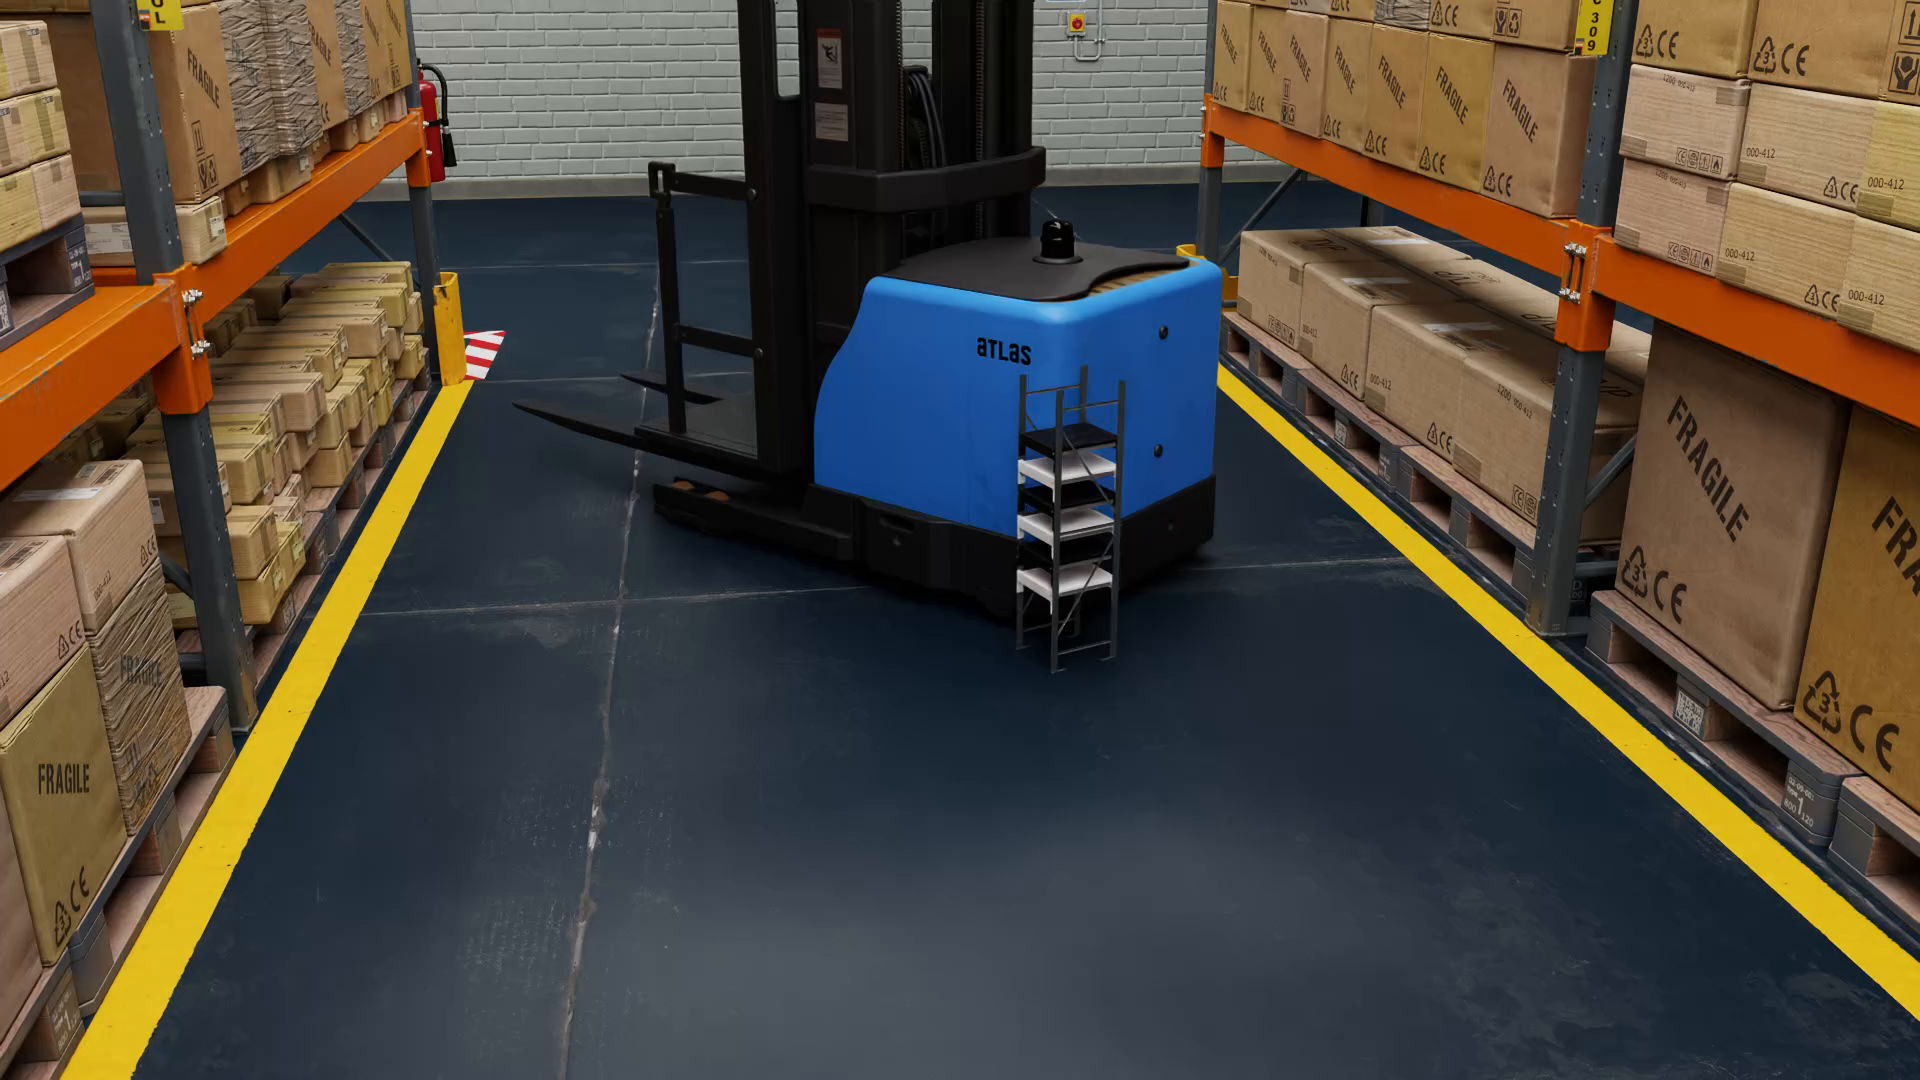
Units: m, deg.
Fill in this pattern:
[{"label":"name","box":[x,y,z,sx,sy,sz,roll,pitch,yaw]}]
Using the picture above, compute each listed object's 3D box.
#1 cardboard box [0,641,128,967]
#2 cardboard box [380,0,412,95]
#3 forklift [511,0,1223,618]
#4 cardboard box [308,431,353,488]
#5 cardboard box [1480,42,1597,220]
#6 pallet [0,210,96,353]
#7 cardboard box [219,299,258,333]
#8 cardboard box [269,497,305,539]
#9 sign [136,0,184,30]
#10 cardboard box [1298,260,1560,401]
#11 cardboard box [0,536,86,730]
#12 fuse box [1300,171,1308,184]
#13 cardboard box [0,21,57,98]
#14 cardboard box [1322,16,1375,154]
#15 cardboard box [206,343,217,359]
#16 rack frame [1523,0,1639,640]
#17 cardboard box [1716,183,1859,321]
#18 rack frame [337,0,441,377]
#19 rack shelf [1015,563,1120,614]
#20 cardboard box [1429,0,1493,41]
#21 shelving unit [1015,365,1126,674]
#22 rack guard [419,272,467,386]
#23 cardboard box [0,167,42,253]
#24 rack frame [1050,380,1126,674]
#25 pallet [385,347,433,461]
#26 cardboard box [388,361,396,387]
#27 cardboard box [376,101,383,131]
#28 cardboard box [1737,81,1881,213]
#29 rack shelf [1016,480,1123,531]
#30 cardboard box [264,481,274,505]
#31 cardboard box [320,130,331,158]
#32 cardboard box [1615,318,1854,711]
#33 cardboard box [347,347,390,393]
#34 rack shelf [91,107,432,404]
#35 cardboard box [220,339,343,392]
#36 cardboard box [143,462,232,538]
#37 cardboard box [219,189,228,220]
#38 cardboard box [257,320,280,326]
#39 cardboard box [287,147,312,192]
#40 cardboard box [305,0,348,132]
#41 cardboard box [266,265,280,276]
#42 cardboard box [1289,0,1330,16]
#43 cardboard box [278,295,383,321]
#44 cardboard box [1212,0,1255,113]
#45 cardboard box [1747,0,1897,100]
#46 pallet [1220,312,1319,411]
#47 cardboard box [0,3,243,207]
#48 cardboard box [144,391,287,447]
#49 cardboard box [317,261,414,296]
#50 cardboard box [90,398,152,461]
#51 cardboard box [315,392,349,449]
[{"label":"cardboard box","box":[-2.097,0.549,3.431,0.500,0.500,0.500,-3,21,-9]},{"label":"cardboard box","box":[-2.784,-2.275,7.451,0.500,0.500,0.500,-2,21,-7]},{"label":"forklift","box":[-0.547,-1.518,6.092,3.031,2.935,1.130,16,26,36]},{"label":"cardboard box","box":[-2.489,-0.297,6.198,0.380,0.149,0.250,-3,21,-9]},{"label":"cardboard box","box":[2.037,-1.325,5.335,0.500,0.500,0.500,-3,21,-7]},{"label":"pallet","box":[-2.561,-0.484,3.500,1.003,0.211,1.213,-3,21,-8]},{"label":"cardboard box","box":[-3.178,-0.908,6.983,0.380,0.149,0.250,-4,21,-10]},{"label":"cardboard box","box":[-2.387,-0.025,5.471,0.380,0.149,0.250,-3,21,-8]},{"label":"sign","box":[-1.978,-1.418,4.070,0.100,0.325,0.005,-3,21,-8]},{"label":"cardboard box","box":[2.115,-0.972,7.594,0.875,0.438,0.875,-2,21,-6]},{"label":"cardboard box","box":[-2.109,0.201,3.293,0.500,0.250,0.500,-2,21,-5]},{"label":"fuse box","box":[3.044,-3.919,14.263,0.539,1.711,0.414,-3,21,-8]},{"label":"cardboard box","box":[-2.276,-1.075,3.715,0.380,0.149,0.250,-2,21,-5]},{"label":"cardboard box","box":[1.810,-1.859,6.762,0.500,0.500,0.500,-2,21,-6]},{"label":"cardboard box","box":[-3.024,-0.636,6.255,0.380,0.149,0.250,-3,21,-8]},{"label":"rack frame","box":[2.357,-1.131,4.957,1.000,3.000,0.127,-3,21,-8]},{"label":"cardboard box","box":[2.235,-0.716,4.060,0.500,0.250,0.500,-3,21,-9]},{"label":"rack frame","box":[-3.104,-2.231,7.903,1.000,3.000,0.127,-3,21,-8]},{"label":"rack shelf","box":[0.334,0.138,5.170,0.258,0.077,0.200,-11,23,-27]},{"label":"cardboard box","box":[1.950,-1.972,5.636,0.500,0.500,0.500,-3,21,-9]},{"label":"shelving unit","box":[0.334,-0.062,5.096,0.258,0.900,0.210,-11,23,-27]},{"label":"rack guard","box":[-3.093,-1.034,8.270,1.175,0.500,0.348,-3,21,-8]},{"label":"cardboard box","box":[-2.236,-0.708,3.583,0.380,0.149,0.250,-3,21,-7]},{"label":"rack frame","box":[0.384,-0.031,5.013,0.240,0.900,0.006,-11,23,-27]},{"label":"pallet","box":[-3.011,-0.615,7.562,1.003,0.211,1.213,-3,21,-8]},{"label":"cardboard box","box":[-2.731,-0.741,7.387,0.380,0.149,0.250,-3,21,-8]},{"label":"cardboard box","box":[-2.727,-1.841,7.216,0.380,0.149,0.250,-3,21,-8]},{"label":"cardboard box","box":[2.244,-0.949,3.970,0.500,0.250,0.500,-3,21,-7]},{"label":"rack shelf","box":[0.334,-0.115,5.076,0.258,0.077,0.200,-11,23,-27]},{"label":"cardboard box","box":[-2.459,-0.154,5.391,0.380,0.149,0.250,-3,21,-8]},{"label":"cardboard box","box":[-2.678,-1.564,6.476,0.380,0.149,0.250,-4,21,-10]},{"label":"cardboard box","box":[2.525,-0.122,4.691,0.875,0.875,0.875,-2,21,-6]},{"label":"cardboard box","box":[-2.581,-0.705,6.865,0.380,0.149,0.250,-3,21,-7]},{"label":"rack shelf","box":[-2.815,-1.202,6.174,1.077,0.370,4.000,-3,21,-8]},{"label":"cardboard box","box":[-2.572,-0.658,6.315,0.380,0.149,0.250,-3,21,-7]},{"label":"cardboard box","box":[-2.372,-0.116,4.863,0.380,0.149,0.250,-2,21,-6]},{"label":"cardboard box","box":[-2.445,-1.018,5.015,0.380,0.149,0.250,-4,21,-10]},{"label":"cardboard box","box":[-3.176,-0.859,7.279,0.380,0.149,0.250,-3,21,-7]},{"label":"cardboard box","box":[-2.482,-1.297,5.760,0.380,0.149,0.250,-2,21,-5]},{"label":"cardboard box","box":[-2.571,-1.748,6.041,0.500,0.500,0.500,-2,21,-5]},{"label":"cardboard box","box":[-3.364,-1.172,7.692,0.380,0.149,0.250,-4,21,-10]},{"label":"cardboard box","box":[1.731,-2.494,7.035,0.500,0.500,0.500,-3,21,-8]},{"label":"cardboard box","box":[-2.659,-0.934,7.055,0.380,0.149,0.250,-4,21,-10]},{"label":"cardboard box","box":[1.565,-2.382,8.164,0.500,0.500,0.500,-3,21,-8]},{"label":"cardboard box","box":[2.236,-1.304,3.850,0.500,0.500,0.500,-3,21,-8]},{"label":"pallet","box":[1.973,-0.937,8.422,1.003,0.211,1.213,-3,21,-8]},{"label":"cardboard box","box":[-2.349,-1.217,4.618,0.500,0.500,0.500,-3,21,-9]},{"label":"cardboard box","box":[-2.498,-0.388,5.593,0.380,0.149,0.250,-3,21,-9]},{"label":"cardboard box","box":[-2.776,-1.200,7.767,0.380,0.149,0.250,-3,21,-7]},{"label":"cardboard box","box":[-2.915,-0.362,5.523,0.380,0.149,0.250,-2,21,-6]},{"label":"cardboard box","box":[-2.485,-0.435,6.142,0.380,0.149,0.250,-3,21,-8]}]
